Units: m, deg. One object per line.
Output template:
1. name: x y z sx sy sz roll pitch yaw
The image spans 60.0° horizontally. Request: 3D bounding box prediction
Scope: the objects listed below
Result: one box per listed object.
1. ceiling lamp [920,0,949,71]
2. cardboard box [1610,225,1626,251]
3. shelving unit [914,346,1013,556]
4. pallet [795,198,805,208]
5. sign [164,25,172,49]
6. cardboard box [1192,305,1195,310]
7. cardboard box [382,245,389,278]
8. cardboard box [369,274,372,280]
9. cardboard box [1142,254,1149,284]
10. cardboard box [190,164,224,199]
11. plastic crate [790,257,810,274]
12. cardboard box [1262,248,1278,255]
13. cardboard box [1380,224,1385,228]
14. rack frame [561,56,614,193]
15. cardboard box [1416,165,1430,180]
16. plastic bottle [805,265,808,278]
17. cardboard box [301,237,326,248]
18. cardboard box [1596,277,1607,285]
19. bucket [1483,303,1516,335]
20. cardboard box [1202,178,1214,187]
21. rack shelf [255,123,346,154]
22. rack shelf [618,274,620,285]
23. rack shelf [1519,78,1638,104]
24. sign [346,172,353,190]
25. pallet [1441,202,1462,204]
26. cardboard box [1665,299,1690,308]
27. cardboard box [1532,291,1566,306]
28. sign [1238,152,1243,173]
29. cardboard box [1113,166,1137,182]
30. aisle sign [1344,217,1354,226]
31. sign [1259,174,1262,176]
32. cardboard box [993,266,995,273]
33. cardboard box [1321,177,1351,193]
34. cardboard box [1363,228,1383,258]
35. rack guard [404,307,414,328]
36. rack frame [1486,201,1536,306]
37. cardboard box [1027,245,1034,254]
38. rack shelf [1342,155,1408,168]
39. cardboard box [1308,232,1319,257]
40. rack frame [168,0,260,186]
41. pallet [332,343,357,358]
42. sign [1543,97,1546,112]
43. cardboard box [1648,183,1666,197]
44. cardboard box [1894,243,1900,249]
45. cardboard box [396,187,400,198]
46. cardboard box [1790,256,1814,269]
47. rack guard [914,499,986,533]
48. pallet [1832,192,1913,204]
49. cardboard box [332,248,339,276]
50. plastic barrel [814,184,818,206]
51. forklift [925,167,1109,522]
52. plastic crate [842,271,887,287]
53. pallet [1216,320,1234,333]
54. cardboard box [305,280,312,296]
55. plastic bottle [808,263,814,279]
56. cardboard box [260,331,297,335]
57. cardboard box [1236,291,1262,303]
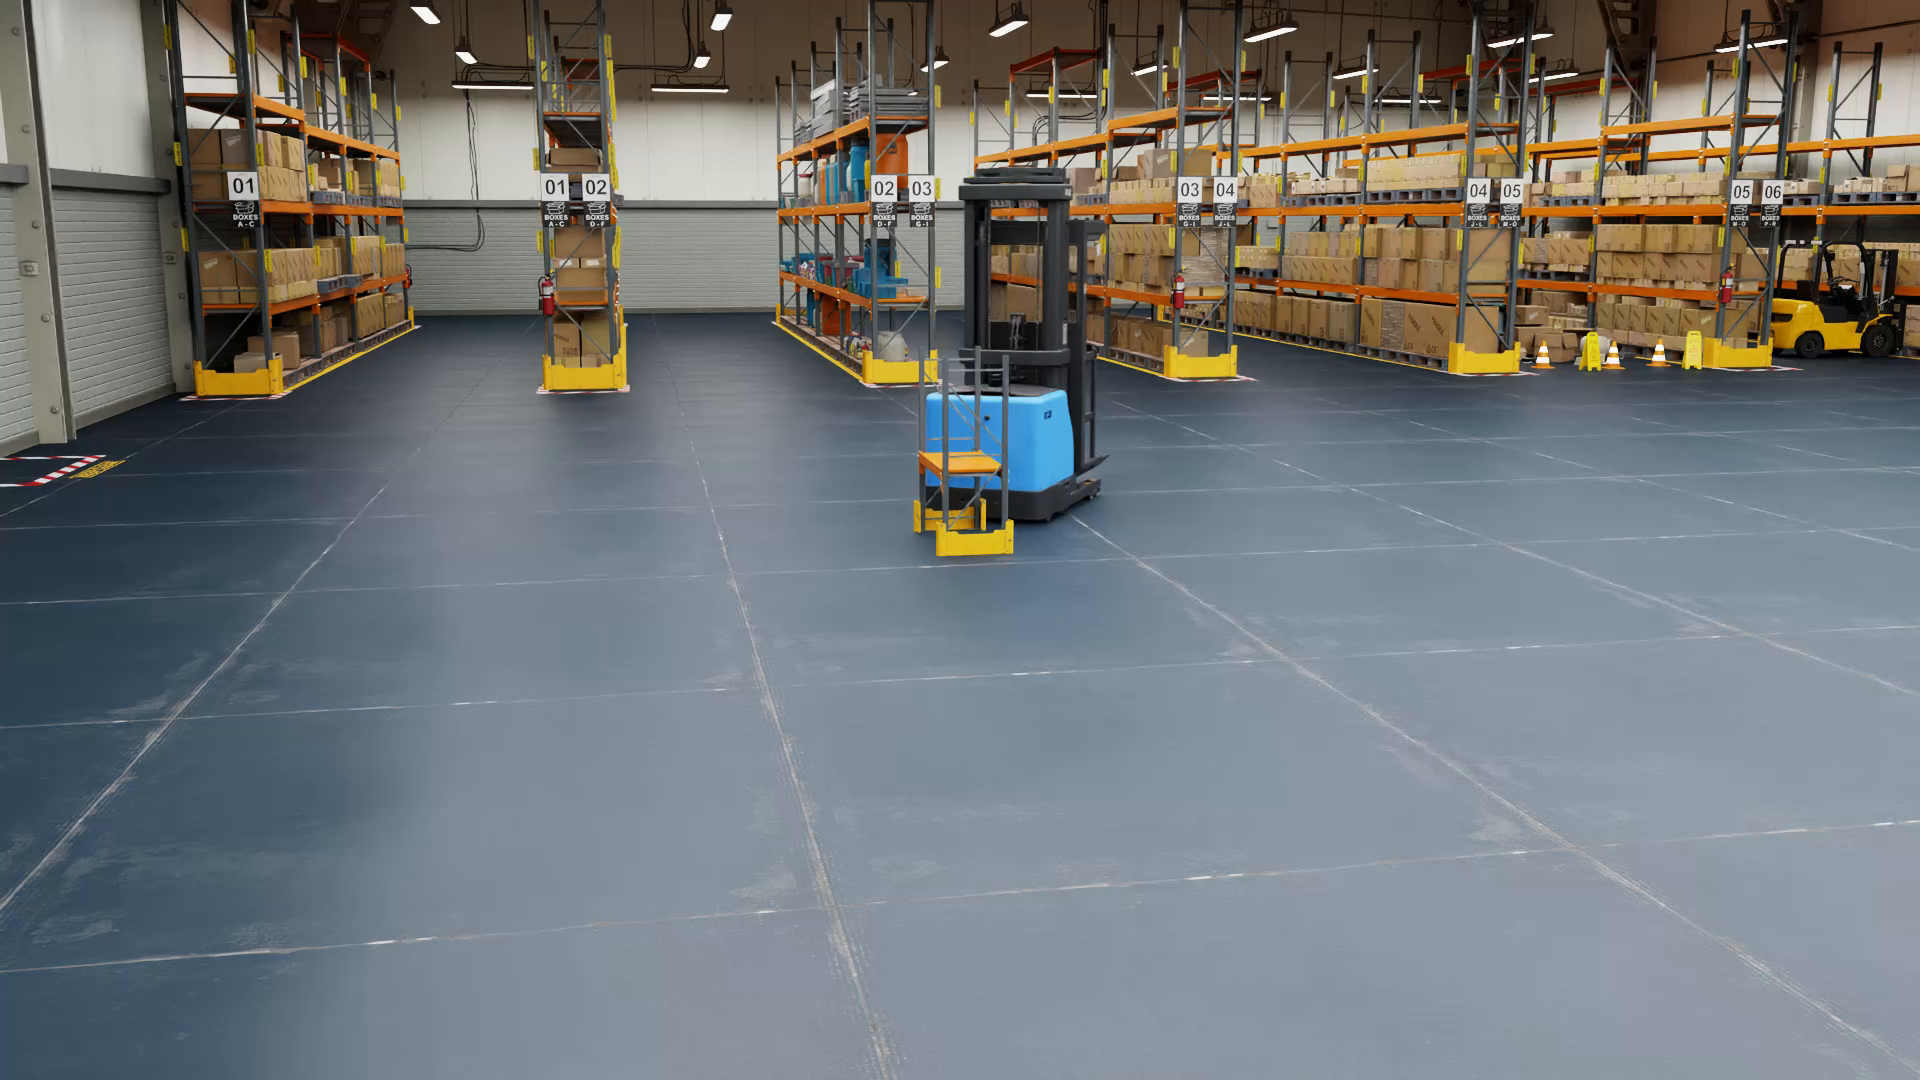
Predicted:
1. ceiling lamp: -0.319 -11.944 36.268 0.800 3.185 2.000 -2 11 -11
2. cardboard box: 12.859 -5.757 31.683 0.700 0.500 0.500 -2 11 -11
3. shelving unit: 0.015 -0.723 12.983 0.587 1.500 1.083 -2 11 -11
4. pallet: -2.978 -7.421 36.645 1.213 0.211 1.003 -2 11 -11
5. sign: -11.159 -7.086 23.439 0.100 0.325 0.005 -2 11 -11
6. cardboard box: 5.956 -5.763 41.161 0.380 0.149 0.250 -3 11 -14
7. cardboard box: -13.034 -6.067 36.249 0.980 0.700 0.700 -2 11 -10
8. cardboard box: -12.431 -5.467 34.513 0.380 0.149 0.250 -2 11 -11
9. cardboard box: 3.616 -4.637 28.475 0.875 0.500 0.500 -2 11 -11
10. cardboard box: -10.940 -5.219 24.250 0.500 0.500 0.500 -1 11 -7
11. plastic crate: -3.652 -6.275 38.025 0.392 0.384 0.575 -2 11 -11
12. cardboard box: 6.750 -6.237 35.900 0.380 0.149 0.250 -3 11 -13
13. cardboard box: 10.794 -7.861 41.801 0.380 0.149 0.250 -2 11 -12
14. rack frame: -8.086 -8.948 36.141 1.000 3.000 0.127 -2 11 -11
15. cardboard box: 8.288 -6.386 28.919 0.500 0.250 0.500 -2 11 -11
16. plastic bottle: -3.285 -5.808 36.022 0.152 0.276 0.135 -2 11 -11
17. cardboard box: -12.509 -5.734 32.176 0.500 0.250 0.500 -2 11 -9
18. cardboard box: 12.655 -5.061 32.434 0.380 0.149 0.250 -2 11 -11
19. bucket: 10.361 -4.252 32.206 0.726 0.611 0.620 2 1 9
20. cardboard box: 4.139 -5.814 27.033 0.380 0.149 0.250 -2 11 -11
21. rack shelf: -11.777 -7.117 29.514 1.077 0.370 4.000 -2 11 -11
22. rack shelf: -8.475 -6.014 38.696 1.077 0.370 4.000 -2 11 -11
23. rack shelf: 15.832 -11.495 42.559 1.077 0.370 4.000 -2 11 -11
24. sign: -11.634 -6.833 31.670 0.100 0.325 0.005 -2 11 -11
25. pallet: 11.733 -7.689 38.054 1.003 0.211 1.213 -2 11 -8
26. cardboard box: 13.092 -4.311 30.314 0.380 0.149 0.250 -2 11 -10
27. cardboard box: 15.597 -6.340 44.047 0.700 0.500 0.500 -2 11 -9
28. sign: 4.498 -6.082 26.769 0.100 0.325 0.005 -2 11 -11
29. cardboard box: 3.194 -6.713 31.024 0.797 0.503 0.637 -3 11 -14
30. aisle sign: 10.276 -8.734 44.110 0.394 0.787 0.004 -2 11 -11
31. sign: 7.061 -8.464 39.185 0.100 0.325 0.005 -2 11 -11
32. cardboard box: 1.001 -6.517 40.084 0.380 0.149 0.250 -2 11 -12
33. cardboard box: 7.516 -7.054 33.059 0.500 0.311 0.500 -3 11 -13
34. cardboard box: 8.111 -5.590 31.255 0.875 0.550 0.550 -2 11 -11
35. rack guard: -13.727 -5.330 39.863 1.175 0.500 0.348 -2 11 -11
36. rack frame: 12.131 -5.987 36.630 1.000 3.000 0.127 -2 11 -11
37. cardboard box: 1.886 -6.659 37.210 0.797 0.503 0.637 -2 11 -10
38. rack shelf: 10.964 -9.485 41.955 1.077 0.370 4.000 -2 11 -11
39. cardboard box: 7.574 -6.059 34.068 0.700 0.500 0.500 -2 11 -12
40. rack frame: -10.610 -6.566 23.627 1.000 3.000 0.127 -2 11 -11
41. pallet: -12.016 -3.573 31.405 1.003 0.211 1.213 -2 11 -11
42. sign: 12.661 -9.453 36.087 0.100 0.325 0.005 -2 11 -11
43. cardboard box: 13.020 -6.430 30.539 0.500 0.250 0.500 -2 11 -10
44. cardboard box: 17.974 -5.554 31.557 0.380 0.149 0.250 -2 11 -10
45. cardboard box: -13.319 -8.084 38.636 0.500 0.250 0.500 -2 11 -9
46. cardboard box: 17.431 -5.687 34.119 0.500 0.250 0.500 -2 11 -12
47. rack guard: -0.082 -0.200 13.580 0.587 0.250 0.087 -2 11 -11
48. pallet: 17.968 -6.709 32.638 1.003 0.211 1.213 -2 11 -11
49. cardboard box: -11.930 -5.164 30.862 0.700 0.500 0.500 -3 11 -16
50. plastic barrel: -2.689 -6.907 33.141 0.421 0.512 0.421 0 11 0
51. forklift: 0.659 -1.824 14.939 1.130 2.935 3.031 4 11 19
52. plastic crate: -1.693 -4.582 29.413 0.767 0.338 0.504 -2 11 -11
53. pallet: 6.670 -5.010 38.952 1.003 0.211 1.213 -2 11 -11
54. cardboard box: -10.910 -4.121 27.175 0.500 0.250 0.500 -2 11 -11
55. plastic bottle: -3.158 -5.721 35.366 0.144 0.351 0.185 -2 11 -11
56. cardboard box: -11.147 -3.152 27.243 0.500 0.500 0.500 -3 11 -15
57. cardboard box: 6.602 -5.532 37.798 0.500 0.250 0.500 -2 11 -9
